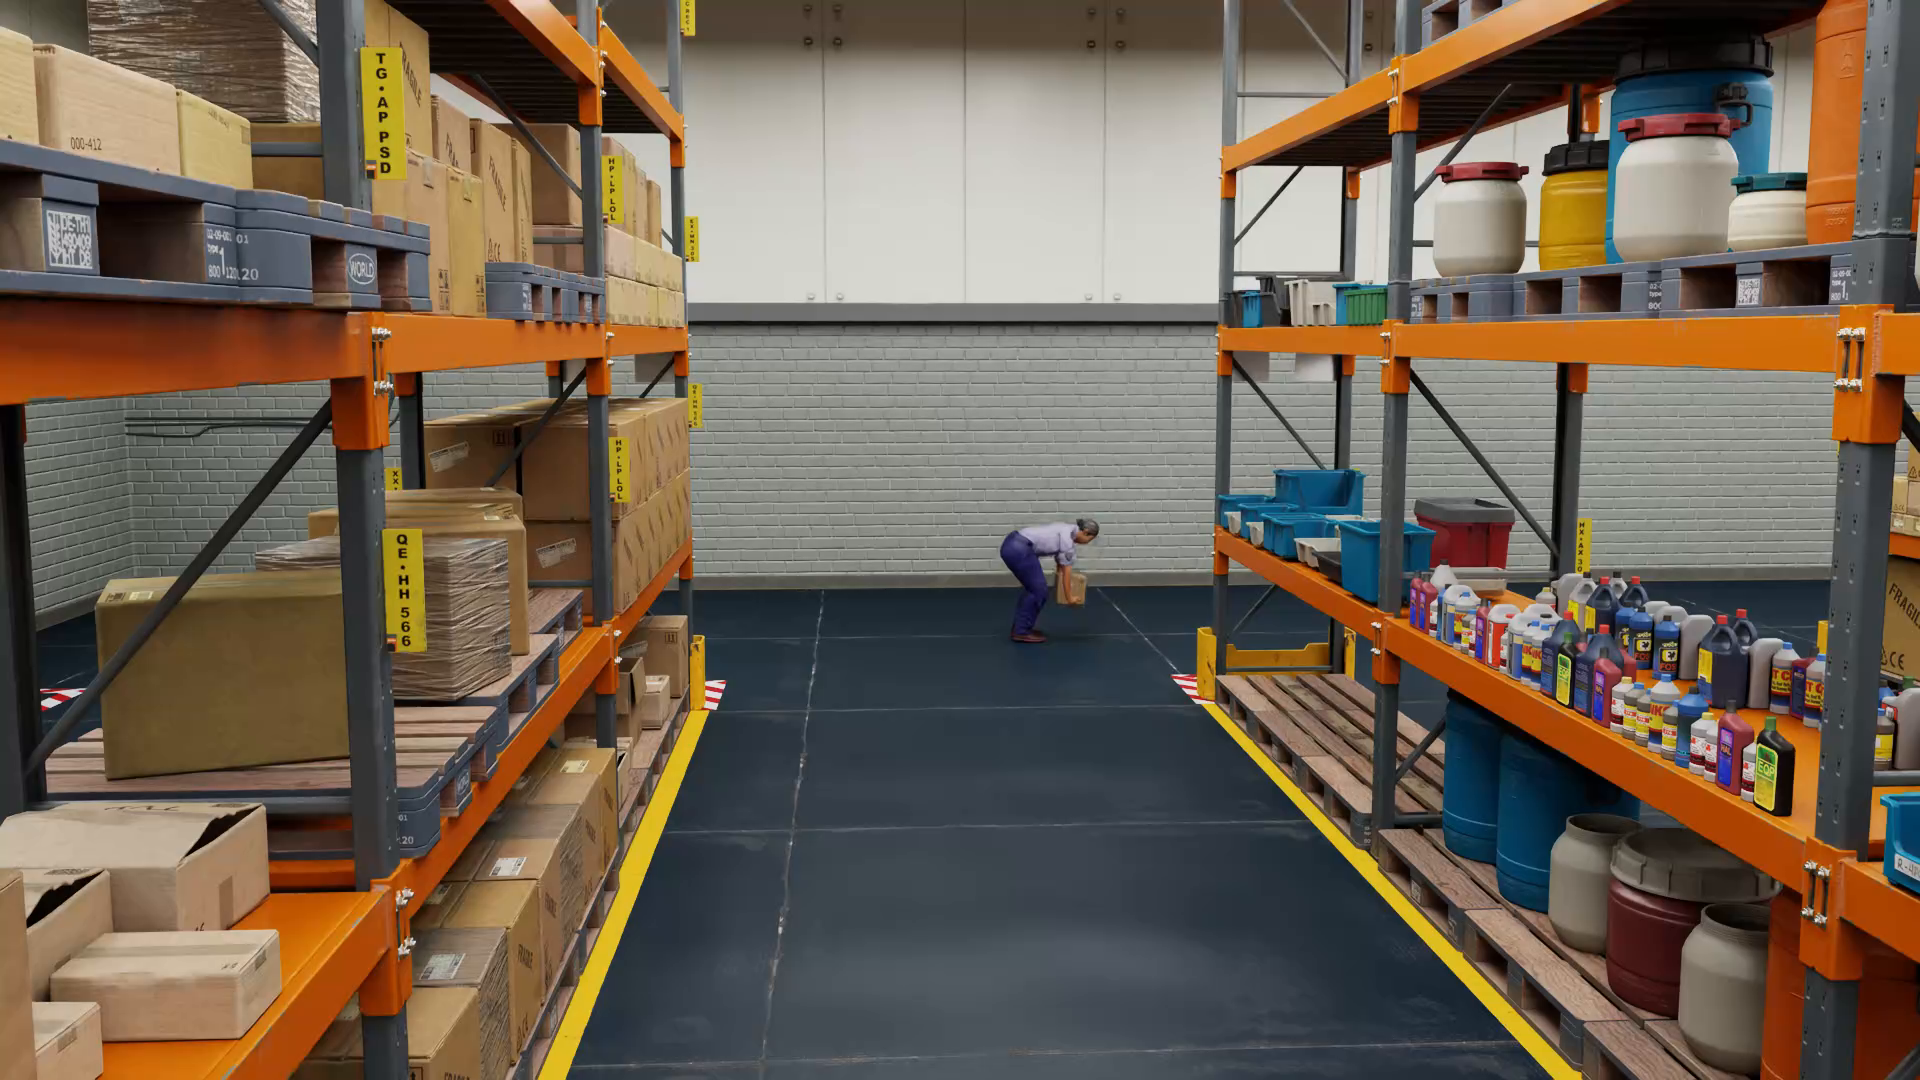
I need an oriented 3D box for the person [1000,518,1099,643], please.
[{"bbox_3d":[0.819,0.356,15.139,0.898,1.111,0.470,-1,7,-6],"label":"person"}]
